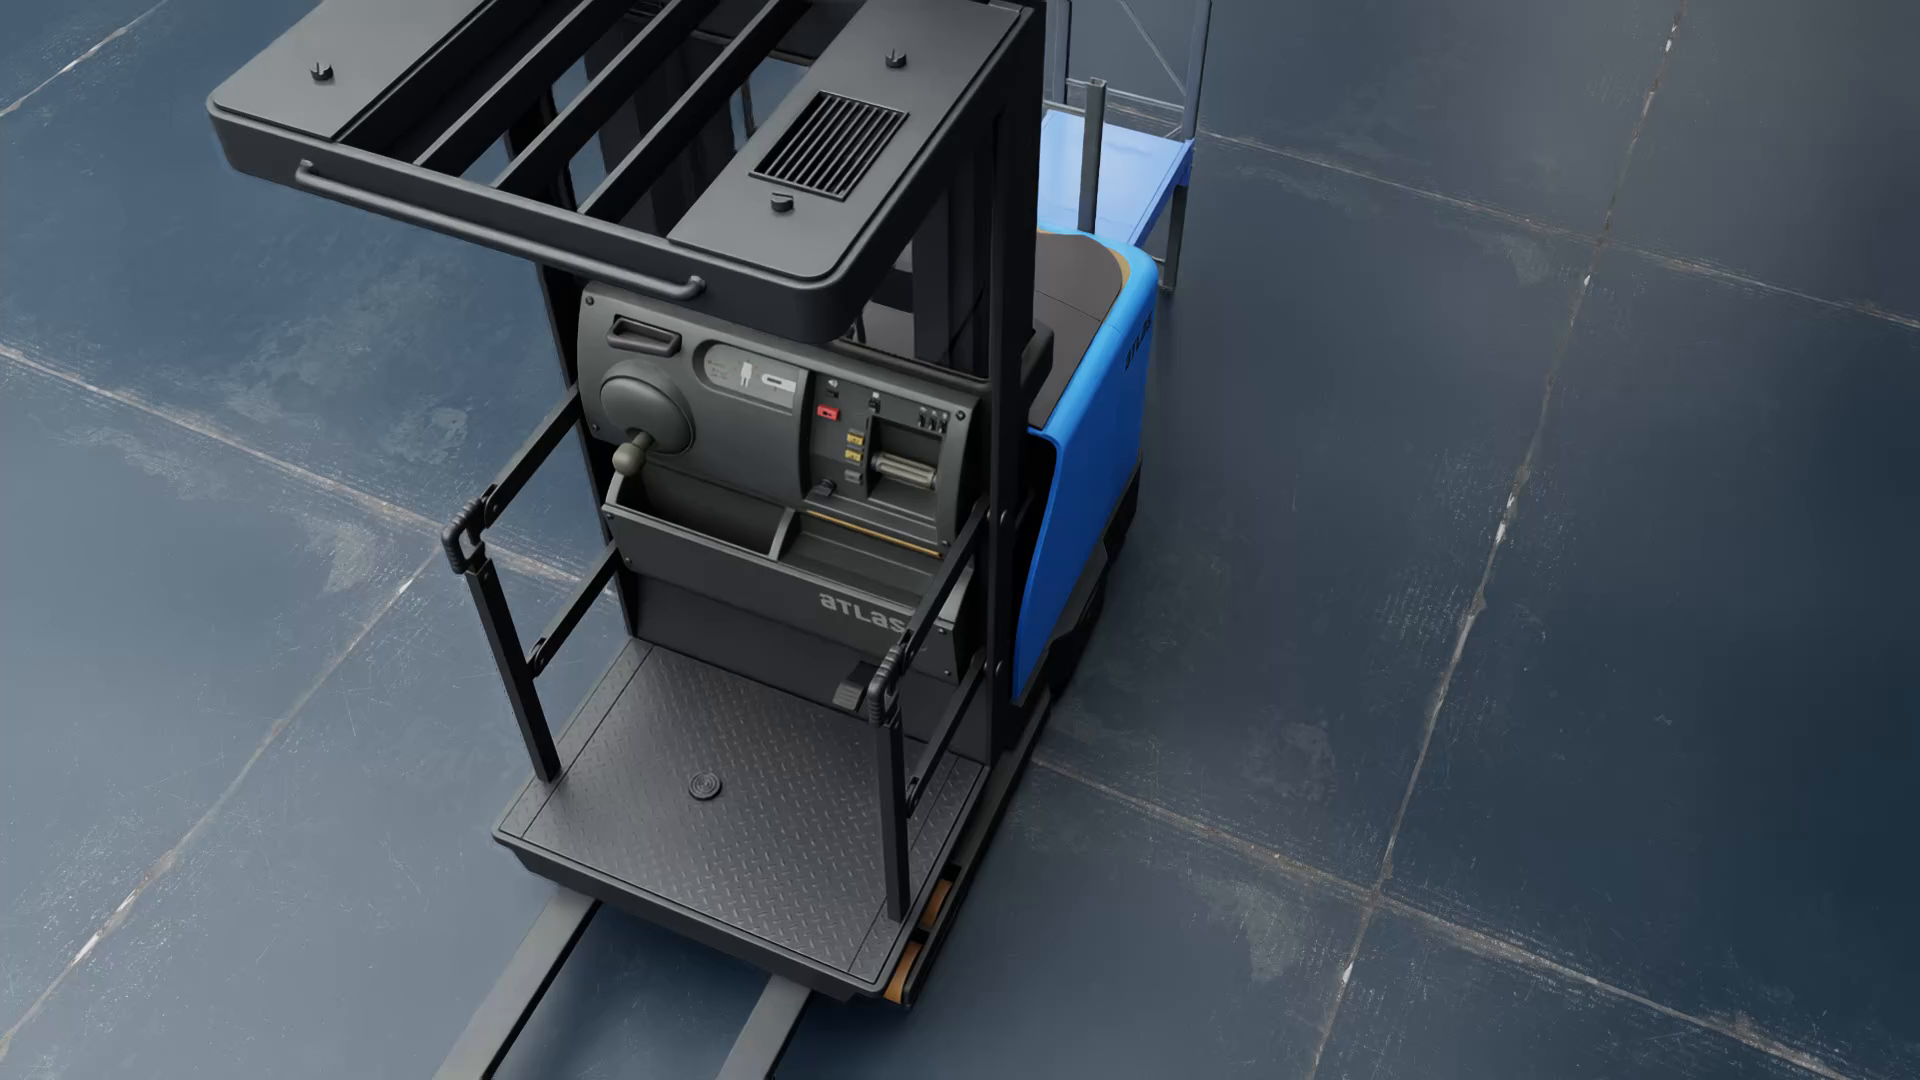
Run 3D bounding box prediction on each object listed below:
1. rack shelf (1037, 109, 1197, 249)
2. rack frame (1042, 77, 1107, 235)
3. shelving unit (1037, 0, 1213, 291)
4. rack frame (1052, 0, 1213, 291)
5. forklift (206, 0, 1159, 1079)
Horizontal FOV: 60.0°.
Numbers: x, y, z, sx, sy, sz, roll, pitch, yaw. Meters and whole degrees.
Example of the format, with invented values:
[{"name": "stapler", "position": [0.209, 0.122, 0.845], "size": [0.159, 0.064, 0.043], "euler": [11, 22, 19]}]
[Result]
[{"name": "rack shelf", "position": [0.345, -1.001, 5.353], "size": [0.538, 0.185, 1.000], "euler": [18, 52, 15]}, {"name": "rack frame", "position": [0.143, -0.763, 4.914], "size": [0.500, 1.500, 0.032], "euler": [18, 52, 15]}, {"name": "shelving unit", "position": [0.345, -1.118, 5.216], "size": [0.538, 1.500, 1.048], "euler": [18, 52, 15]}, {"name": "rack frame", "position": [0.547, -1.473, 5.519], "size": [0.500, 1.500, 0.032], "euler": [18, 52, 15]}, {"name": "forklift", "position": [-0.495, -0.154, 3.457], "size": [1.130, 2.935, 3.031], "euler": [18, 52, 15]}]
